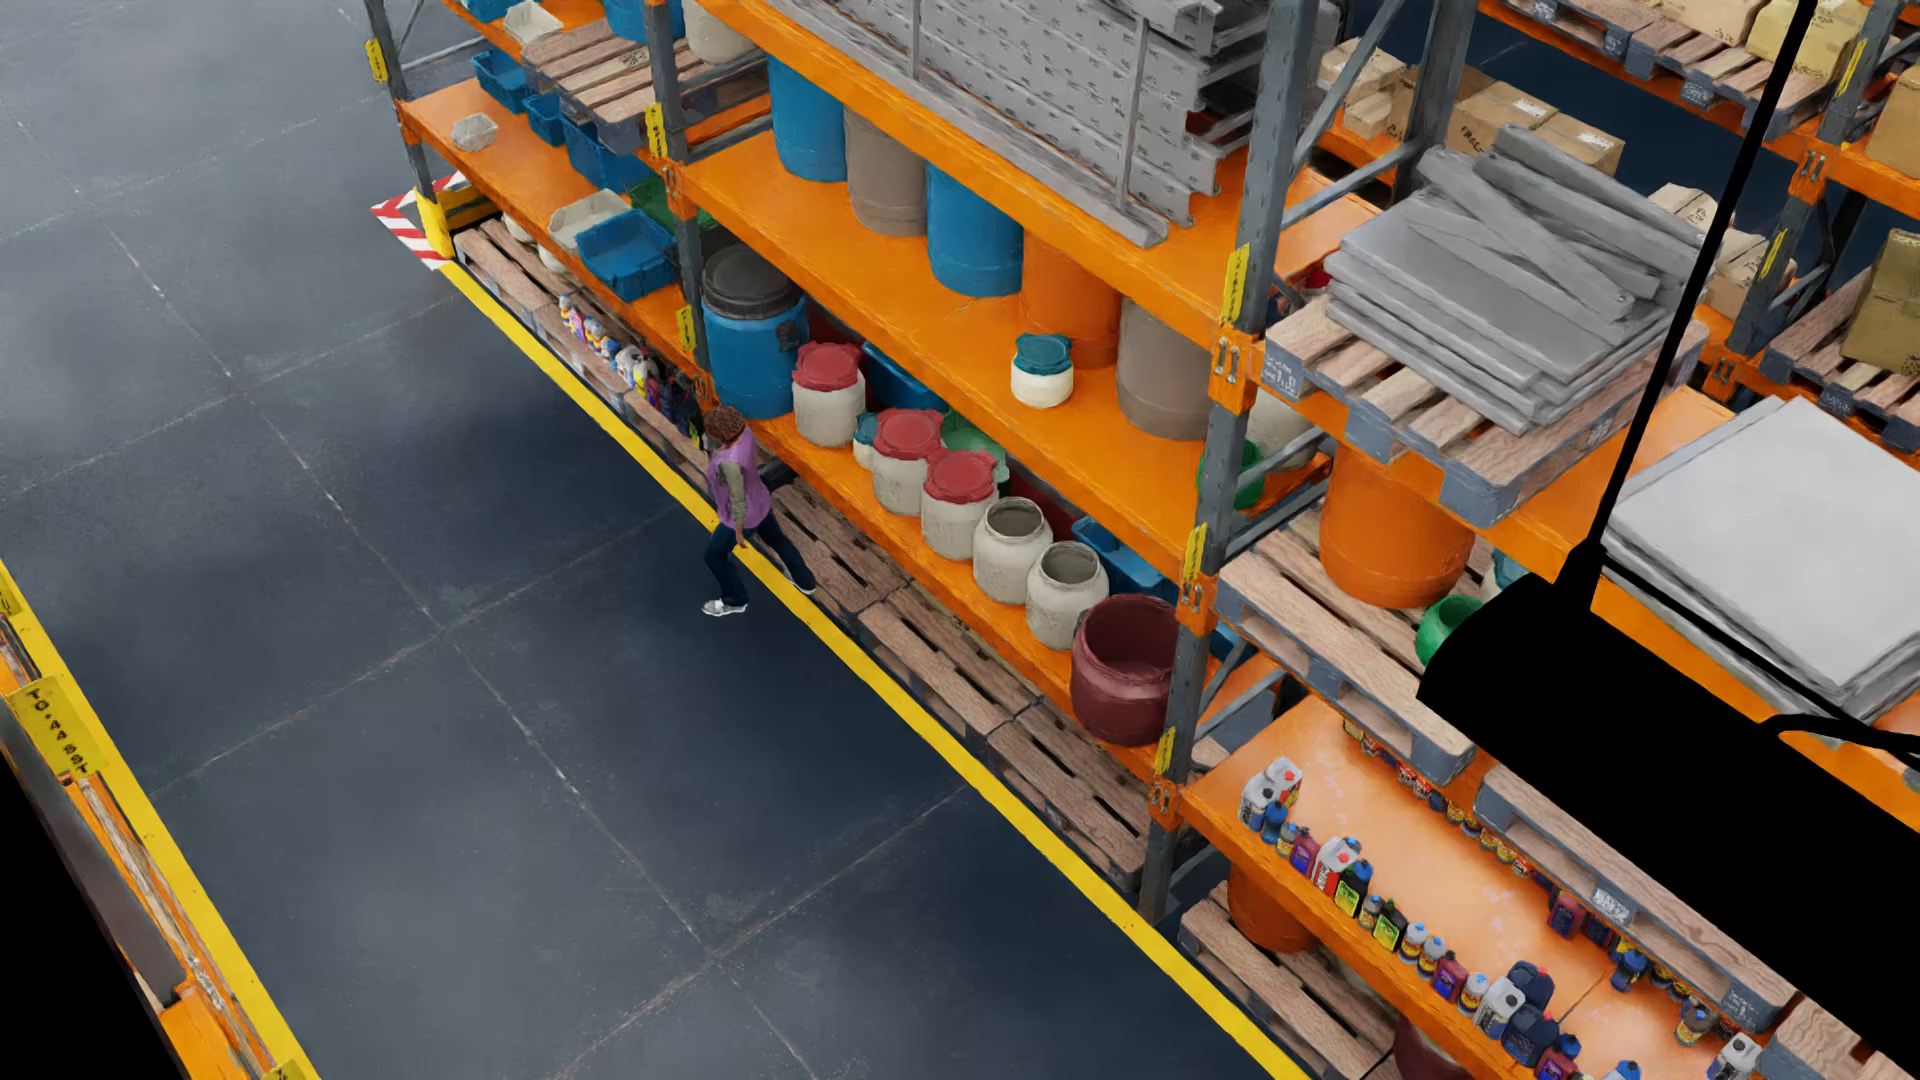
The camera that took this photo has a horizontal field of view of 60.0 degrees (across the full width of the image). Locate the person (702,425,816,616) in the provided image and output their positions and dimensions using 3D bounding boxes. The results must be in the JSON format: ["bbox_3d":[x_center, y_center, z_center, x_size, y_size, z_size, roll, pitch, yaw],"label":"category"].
[{"bbox_3d":[-1.223,-0.113,9.773,0.640,1.331,0.468,8,47,7],"label":"person"}]

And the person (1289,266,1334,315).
[{"bbox_3d":[2.484,-1.630,11.448,0.654,1.418,0.472,-33,55,-28],"label":"person"}]
